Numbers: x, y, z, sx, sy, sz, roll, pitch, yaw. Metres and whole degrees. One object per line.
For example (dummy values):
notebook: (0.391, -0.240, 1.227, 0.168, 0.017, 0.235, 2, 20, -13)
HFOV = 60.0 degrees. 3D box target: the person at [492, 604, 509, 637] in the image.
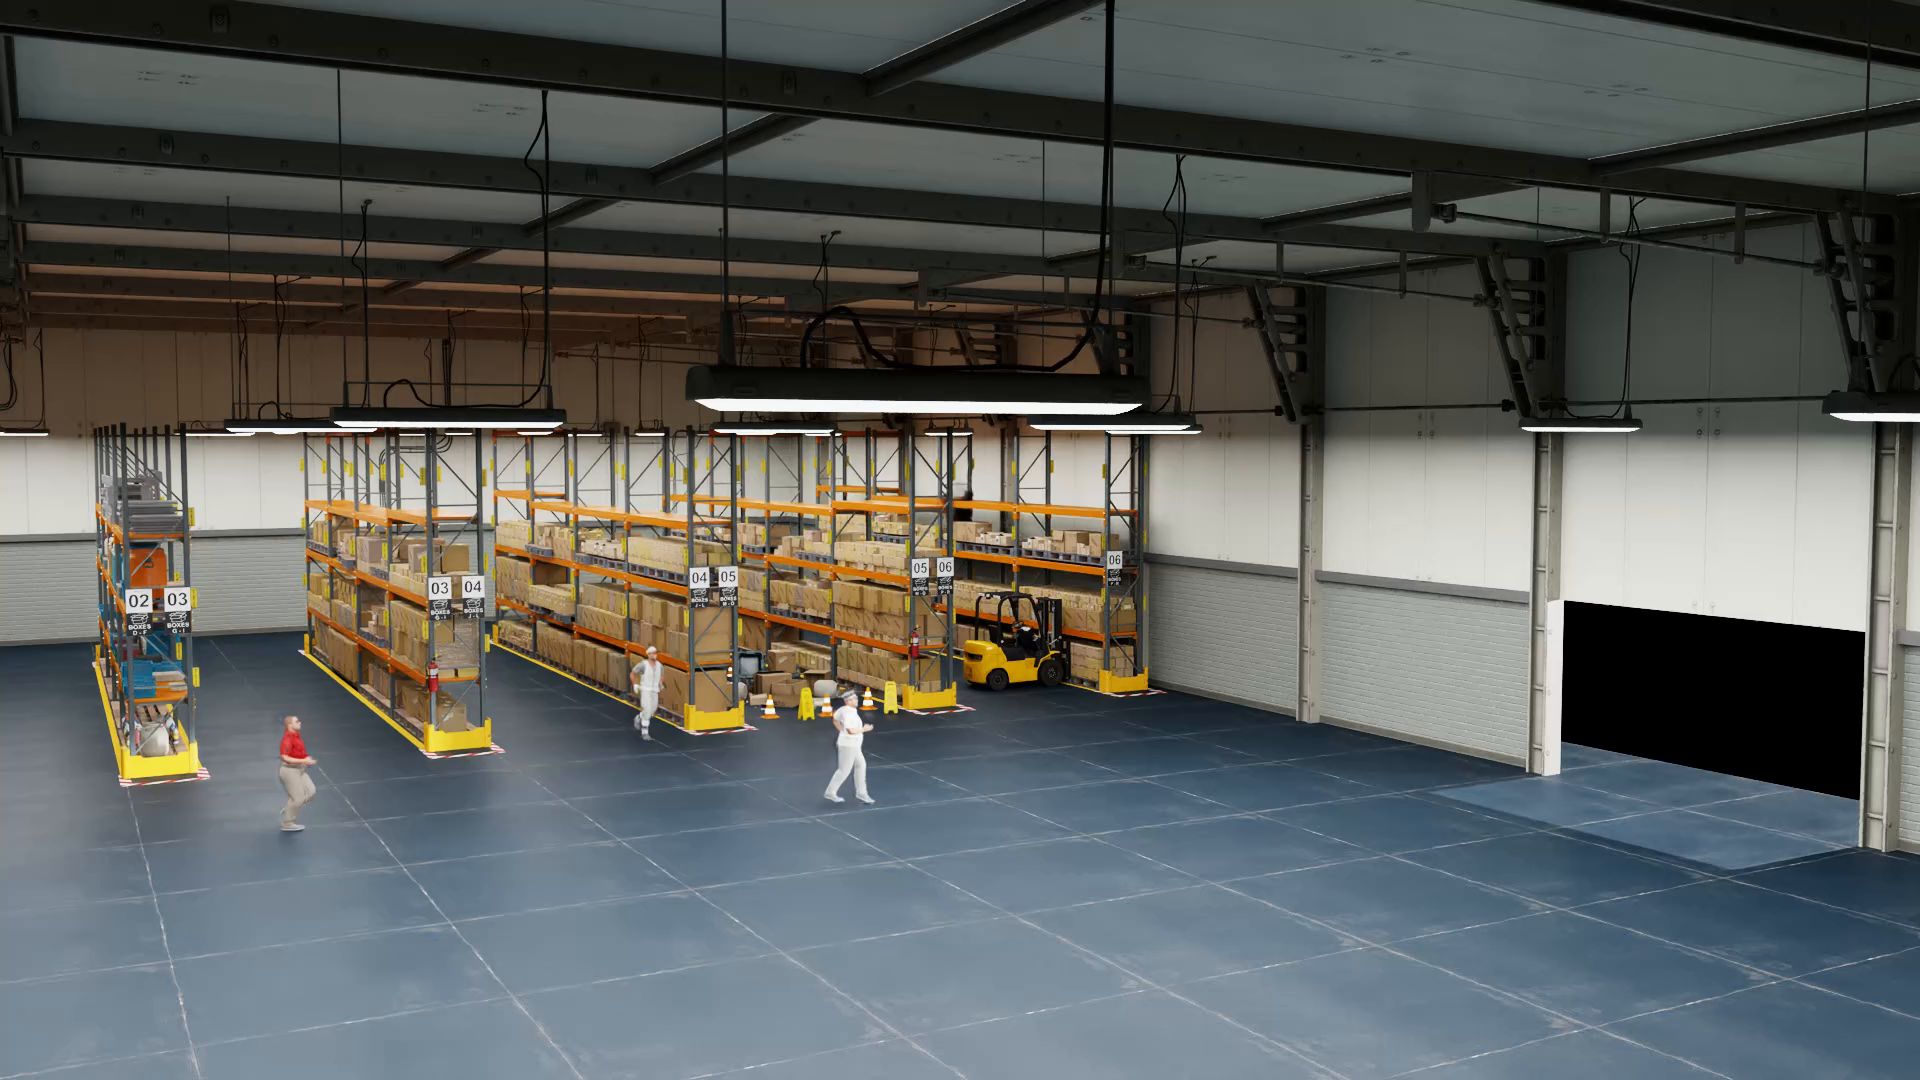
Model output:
person: (-13.198, 1.967, 48.065, 0.639, 1.706, 0.738, -1, 4, -20)

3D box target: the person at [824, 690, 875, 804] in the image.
person: (-1.733, 3.246, 26.022, 0.810, 1.823, 0.656, 0, 3, -4)

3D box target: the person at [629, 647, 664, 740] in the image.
person: (-6.009, 2.929, 32.032, 0.705, 1.758, 0.788, -3, 4, -39)

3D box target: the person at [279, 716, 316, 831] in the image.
person: (-9.682, 3.406, 24.328, 0.585, 1.677, 0.672, -1, 3, -9)
